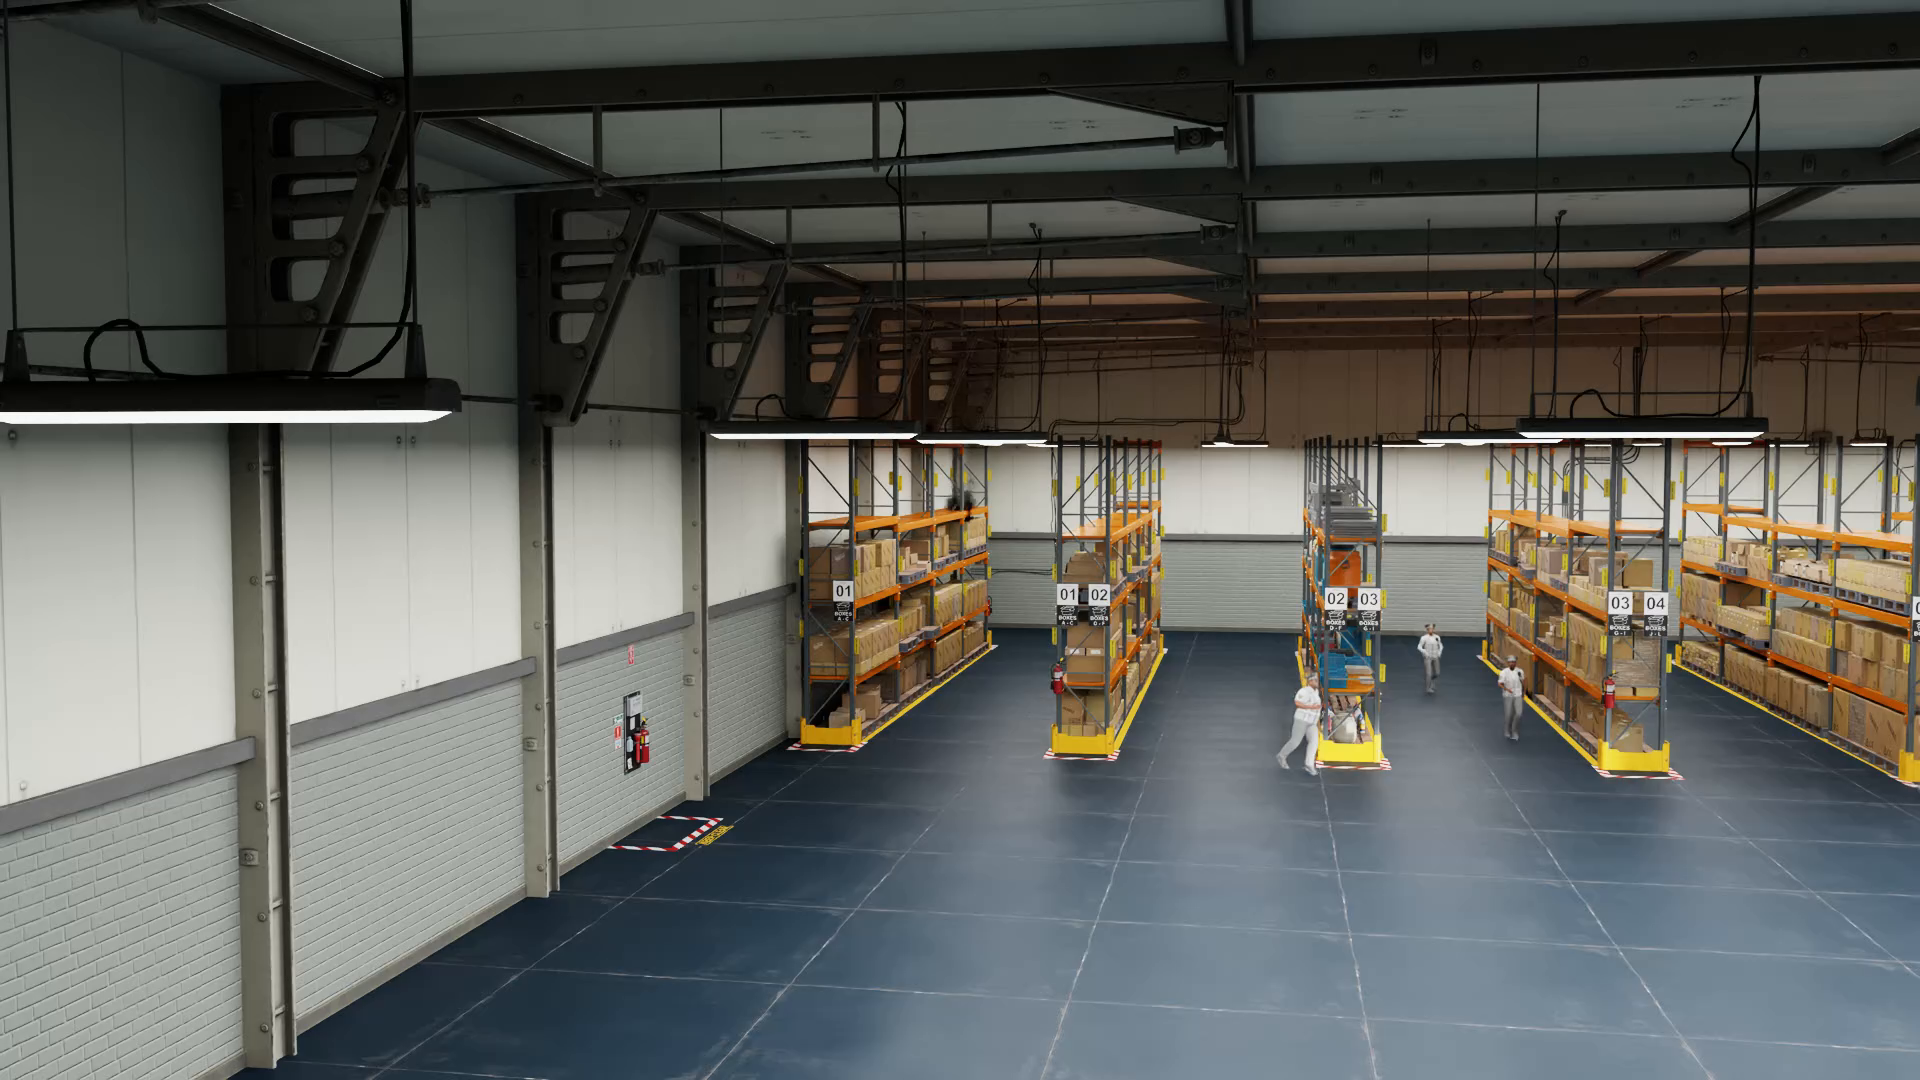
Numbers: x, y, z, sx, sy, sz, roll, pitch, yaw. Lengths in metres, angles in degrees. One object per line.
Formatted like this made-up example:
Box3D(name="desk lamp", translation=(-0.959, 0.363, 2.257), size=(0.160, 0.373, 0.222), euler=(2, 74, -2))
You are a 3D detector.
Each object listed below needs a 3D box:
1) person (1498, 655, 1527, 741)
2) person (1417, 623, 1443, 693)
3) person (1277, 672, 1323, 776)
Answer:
Box3D(name="person", translation=(10.929, 3.110, 32.875), size=(0.576, 1.696, 0.654), euler=(1, 3, 11))
Box3D(name="person", translation=(11.110, 2.776, 39.202), size=(0.611, 1.649, 0.548), euler=(0, 3, 0))
Box3D(name="person", translation=(6.188, 3.244, 29.679), size=(0.674, 1.779, 0.909), euler=(-2, 4, -36))
